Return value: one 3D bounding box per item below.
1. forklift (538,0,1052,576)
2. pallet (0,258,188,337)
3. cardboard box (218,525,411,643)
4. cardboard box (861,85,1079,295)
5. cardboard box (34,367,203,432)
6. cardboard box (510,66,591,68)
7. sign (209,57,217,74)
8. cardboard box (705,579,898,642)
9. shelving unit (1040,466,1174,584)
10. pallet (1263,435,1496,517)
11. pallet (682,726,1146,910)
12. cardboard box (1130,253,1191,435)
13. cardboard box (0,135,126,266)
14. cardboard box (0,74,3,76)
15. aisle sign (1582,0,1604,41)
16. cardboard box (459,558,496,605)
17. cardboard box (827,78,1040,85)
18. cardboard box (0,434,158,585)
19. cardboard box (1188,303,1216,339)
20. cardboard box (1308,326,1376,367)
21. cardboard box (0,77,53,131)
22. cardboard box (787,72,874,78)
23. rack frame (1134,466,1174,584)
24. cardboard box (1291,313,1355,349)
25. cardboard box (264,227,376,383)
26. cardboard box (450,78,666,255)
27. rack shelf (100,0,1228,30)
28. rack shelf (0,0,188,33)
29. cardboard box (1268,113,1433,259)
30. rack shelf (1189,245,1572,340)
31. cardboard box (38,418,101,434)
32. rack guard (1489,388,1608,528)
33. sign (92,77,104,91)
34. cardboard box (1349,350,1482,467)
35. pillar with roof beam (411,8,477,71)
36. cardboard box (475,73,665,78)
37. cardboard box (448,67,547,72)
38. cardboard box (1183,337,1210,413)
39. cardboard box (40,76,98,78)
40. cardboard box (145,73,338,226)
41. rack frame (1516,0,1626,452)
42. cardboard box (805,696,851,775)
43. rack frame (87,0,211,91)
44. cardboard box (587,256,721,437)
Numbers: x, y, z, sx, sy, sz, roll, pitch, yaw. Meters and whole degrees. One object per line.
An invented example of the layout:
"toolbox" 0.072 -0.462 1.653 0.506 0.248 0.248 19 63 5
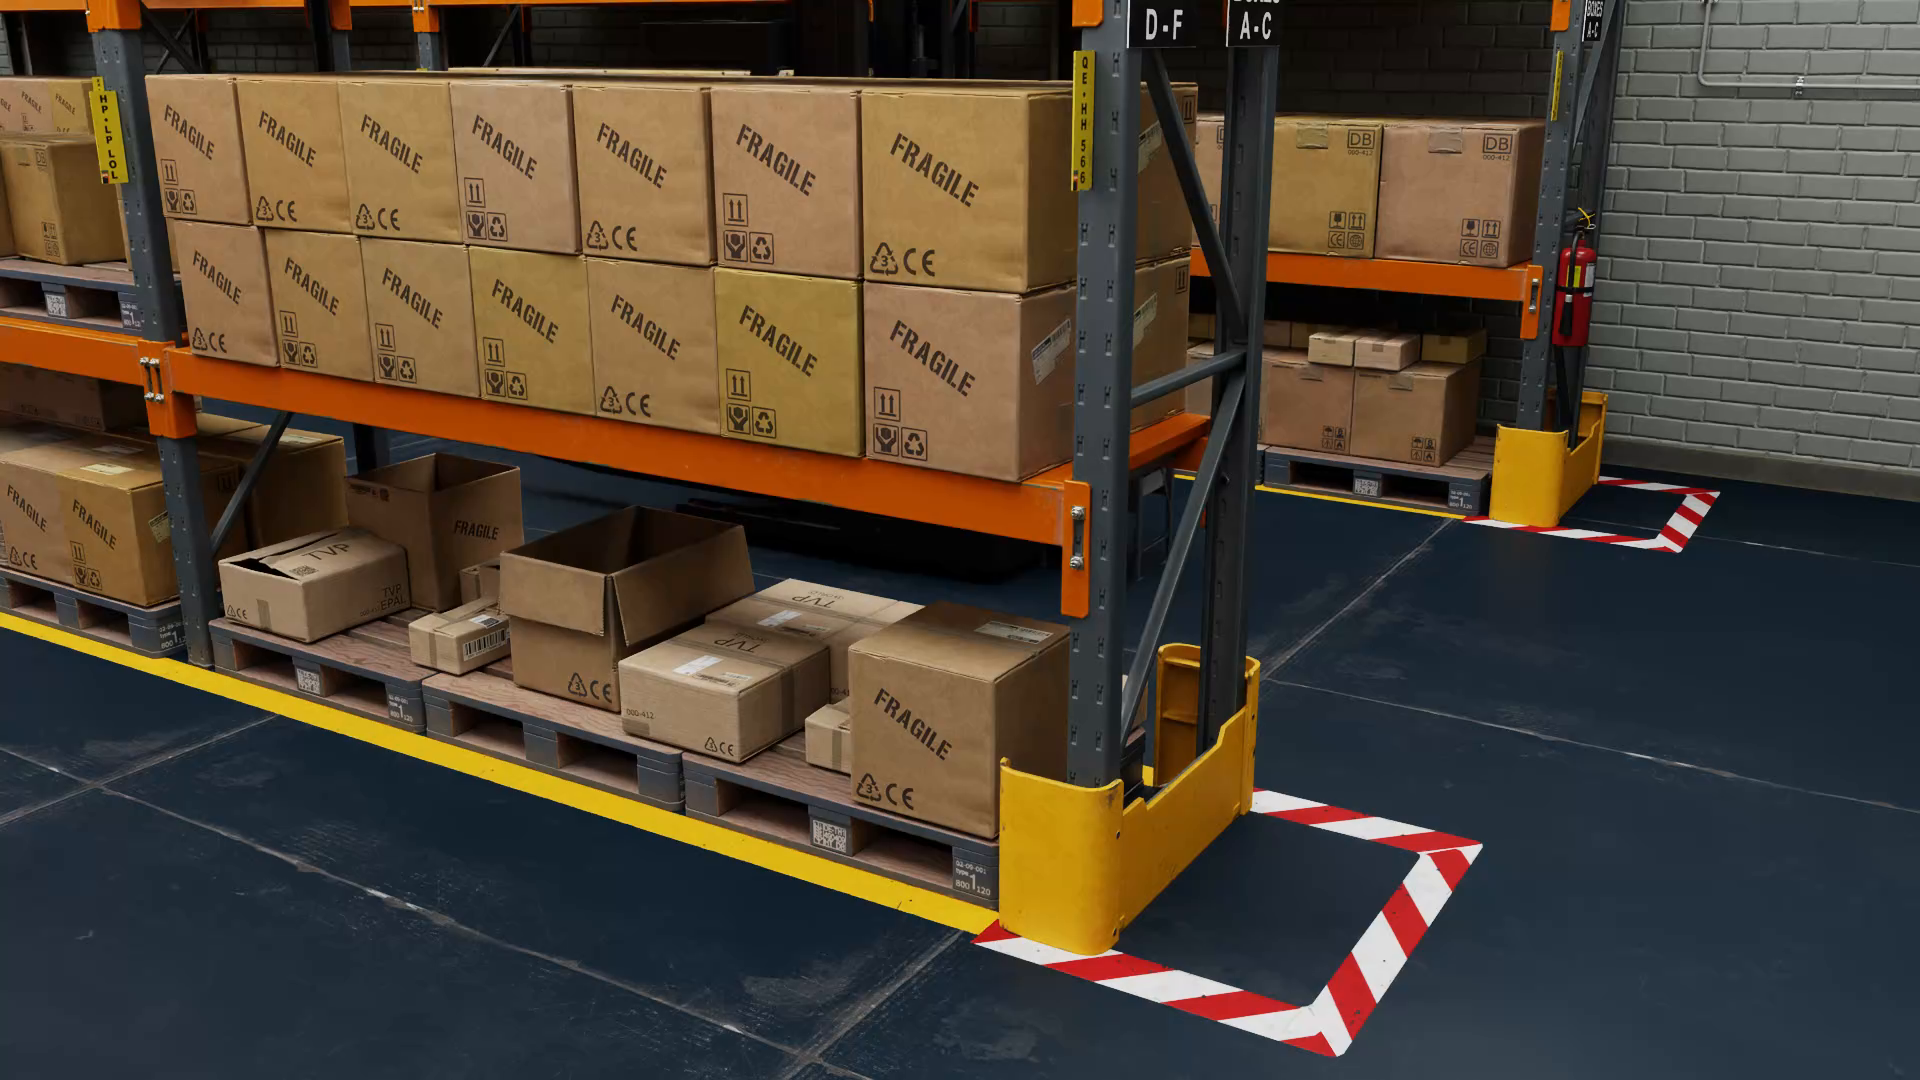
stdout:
"forklift" -0.861 -1.529 8.372 3.031 2.935 1.130 9 19 28
"pallet" -3.428 -1.103 7.181 1.213 0.211 1.003 10 20 30
"cardboard box" -2.560 0.147 6.605 0.500 0.311 0.500 10 20 30
"cardboard box" 0.081 -0.964 4.500 0.500 0.500 0.500 10 20 30
"cardboard box" -3.941 -0.706 7.796 0.500 0.250 0.500 10 20 30
"cardboard box" -3.102 -3.436 12.523 0.500 0.250 0.500 11 20 32
"sign" -6.745 -4.182 14.997 0.005 0.325 0.100 10 20 30
"cardboard box" -0.563 0.362 6.001 0.500 0.250 0.500 10 20 30
"shelving unit" 0.702 -0.888 7.690 0.503 2.100 0.431 9 19 28
"pallet" 2.471 -0.433 9.444 1.213 0.211 1.003 10 20 30
"pallet" -0.141 0.764 5.503 1.213 0.211 1.003 10 20 30
"cardboard box" 0.364 -0.618 5.084 0.500 0.500 0.500 11 20 31
"cardboard box" -3.710 -1.511 7.301 0.500 0.500 0.700 14 22 39
"cardboard box" -9.504 -4.297 16.301 0.500 0.500 0.500 10 20 31
"aisle sign" 3.098 -2.824 8.044 0.004 0.787 0.394 10 20 30
"cardboard box" -1.820 0.166 6.822 0.250 0.149 0.380 10 20 30
"cardboard box" -0.086 -1.174 5.194 0.500 0.500 0.500 10 20 31
"cardboard box" -3.792 -0.142 7.232 0.500 0.500 0.500 10 20 30
"cardboard box" 1.459 -1.324 10.040 0.250 0.149 0.380 10 19 29
"cardboard box" 2.121 -1.075 9.222 0.250 0.149 0.380 11 20 32
"cardboard box" -8.449 -3.936 15.112 0.500 0.500 0.500 9 19 28
"cardboard box" -0.747 -2.840 10.561 0.500 0.250 0.500 11 20 31
"rack frame" 0.914 -0.852 7.574 0.015 2.100 0.400 9 19 28
"cardboard box" 2.110 -1.208 9.658 0.250 0.149 0.380 10 20 31
"cardboard box" -2.075 -0.872 5.919 0.500 0.500 0.500 11 20 31
"cardboard box" -1.232 -1.196 5.266 0.500 0.500 0.500 11 20 32
"rack shelf" -1.100 -1.833 5.332 4.000 0.370 1.077 10 20 30
"rack shelf" -8.737 -4.886 15.381 4.000 0.370 1.077 10 20 30
"cardboard box" 2.128 -1.992 9.261 0.700 0.700 0.980 10 20 30
"rack shelf" 1.489 -1.625 9.808 4.000 0.370 1.077 10 20 30
"cardboard box" -3.972 -0.351 7.919 0.500 0.500 0.500 10 20 31
"rack guard" 3.214 -0.465 9.054 0.348 0.500 1.175 10 20 30
"sign" -7.310 -3.769 14.139 0.005 0.325 0.100 10 20 30
"cardboard box" 2.544 -0.752 9.273 0.500 0.500 0.700 10 20 30
"pillar with roof beam" -6.532 -5.098 9.682 0.400 9.000 9.100 10 20 30
"cardboard box" -1.371 -1.406 5.956 0.500 0.500 0.500 10 20 30
"cardboard box" -3.347 -3.303 12.087 0.500 0.250 0.500 11 20 31
"cardboard box" 1.231 -0.984 10.036 0.500 0.500 0.700 11 20 31
"cardboard box" -8.184 -4.067 15.543 0.500 0.500 0.500 11 20 32
"cardboard box" -2.550 -1.431 6.039 0.500 0.500 0.500 11 20 31
"rack frame" 3.193 -1.665 8.702 0.127 3.000 1.000 10 20 30
"cardboard box" -0.286 0.602 5.357 0.250 0.166 0.380 10 20 30
"rack frame" -7.032 -3.490 14.711 0.127 3.000 1.000 10 20 30
"cardboard box" -0.786 -0.642 5.160 0.500 0.500 0.500 10 20 30
